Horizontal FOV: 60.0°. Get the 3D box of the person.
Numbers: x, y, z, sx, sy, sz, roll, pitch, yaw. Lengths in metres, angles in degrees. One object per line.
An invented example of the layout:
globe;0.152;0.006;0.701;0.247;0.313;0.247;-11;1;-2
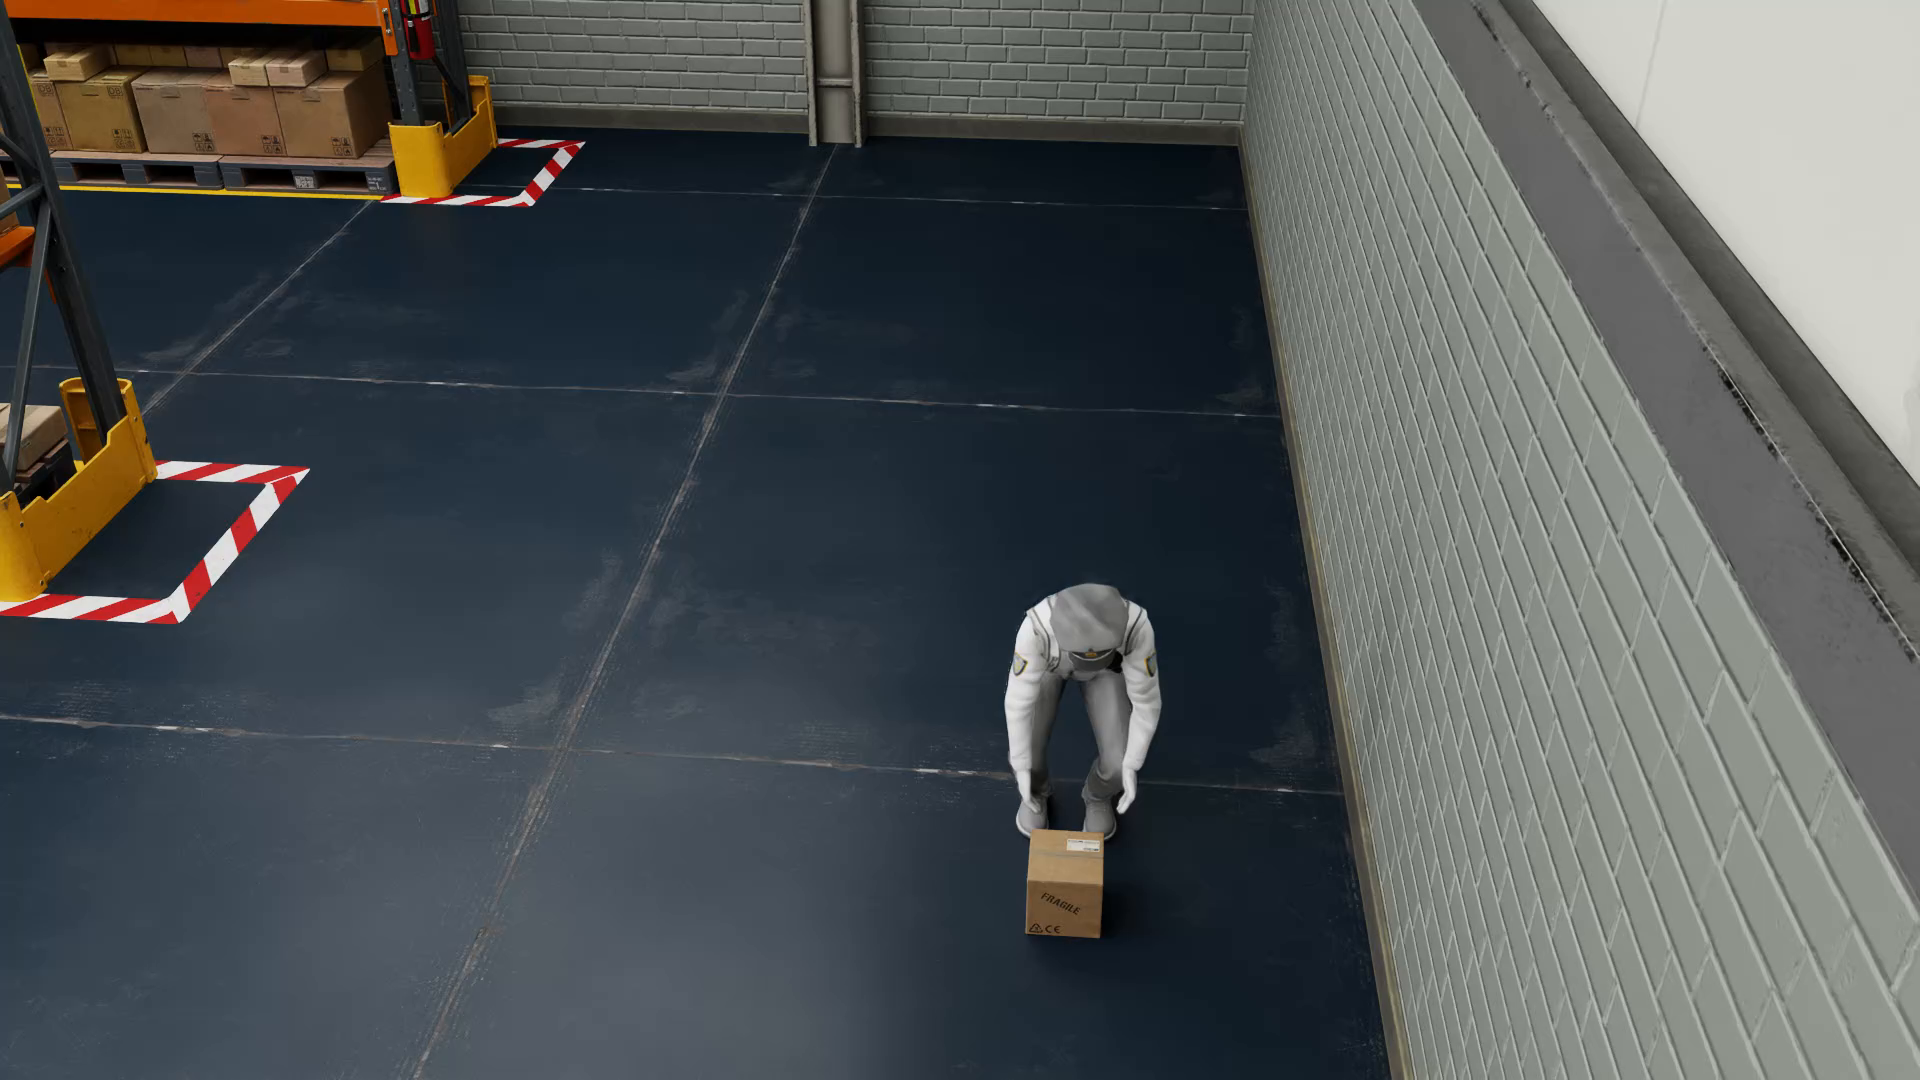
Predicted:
person;0.420;0.554;5.690;0.526;1.207;0.787;3;32;4
